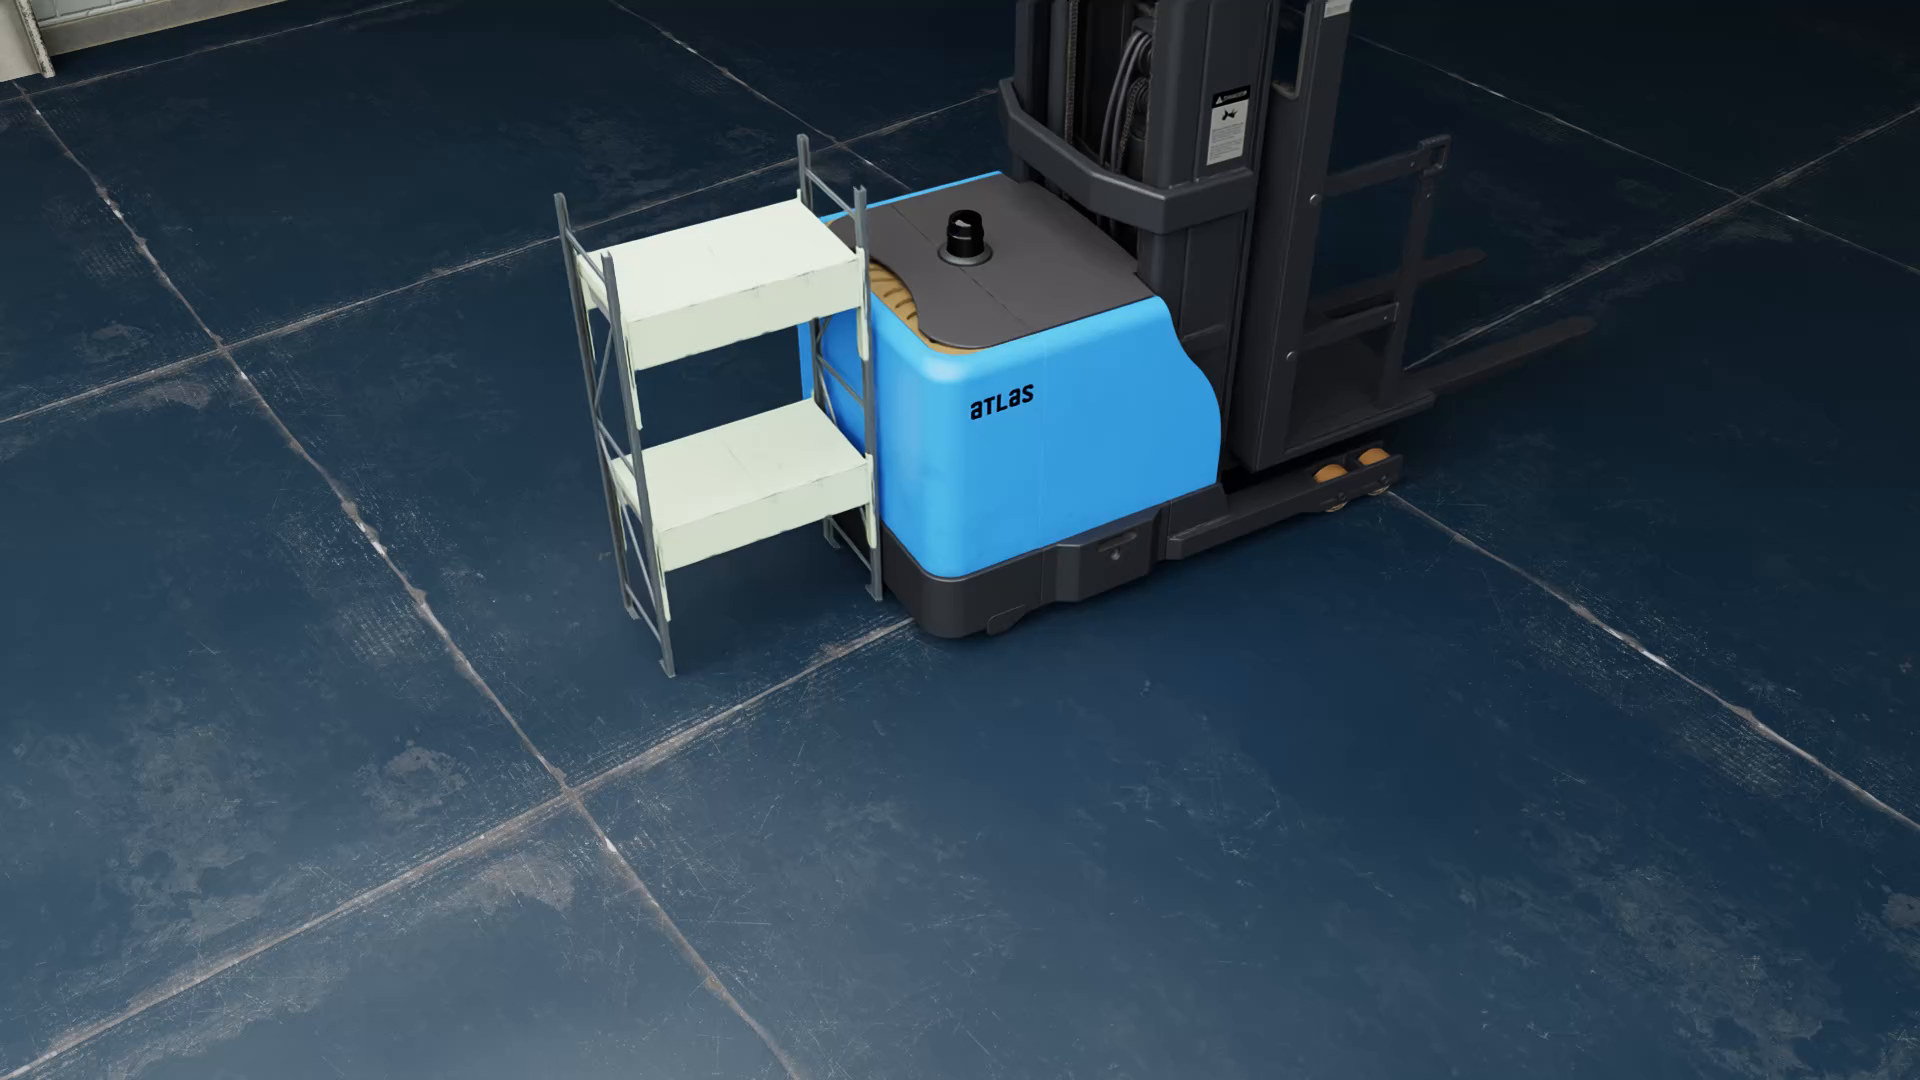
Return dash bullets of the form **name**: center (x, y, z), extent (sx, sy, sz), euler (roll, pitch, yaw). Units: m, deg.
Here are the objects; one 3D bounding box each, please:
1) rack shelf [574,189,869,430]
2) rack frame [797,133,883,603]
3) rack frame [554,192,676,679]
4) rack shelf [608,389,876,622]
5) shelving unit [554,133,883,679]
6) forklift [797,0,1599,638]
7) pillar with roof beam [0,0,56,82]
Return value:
- **rack shelf**: center (-0.683, -0.673, 4.773), extent (0.720, 0.370, 0.431), euler (-20, 43, -22)
- **rack frame**: center (-0.365, -0.486, 5.160), extent (0.023, 1.500, 0.400), euler (-20, 43, -22)
- **rack frame**: center (-1.001, -0.257, 4.880), extent (0.023, 1.500, 0.400), euler (-20, 43, -22)
- **rack shelf**: center (-0.683, -0.119, 5.227), extent (0.720, 0.370, 0.431), euler (-20, 43, -22)
- **shelving unit**: center (-0.683, -0.372, 5.020), extent (0.755, 1.500, 0.431), euler (-20, 43, -22)
- **forklift**: center (0.986, -1.505, 5.274), extent (3.031, 2.935, 1.130), euler (-20, 43, -22)
- **pillar with roof beam**: center (-2.366, -3.752, 3.229), extent (0.400, 9.000, 9.100), euler (-26, 46, -28)
